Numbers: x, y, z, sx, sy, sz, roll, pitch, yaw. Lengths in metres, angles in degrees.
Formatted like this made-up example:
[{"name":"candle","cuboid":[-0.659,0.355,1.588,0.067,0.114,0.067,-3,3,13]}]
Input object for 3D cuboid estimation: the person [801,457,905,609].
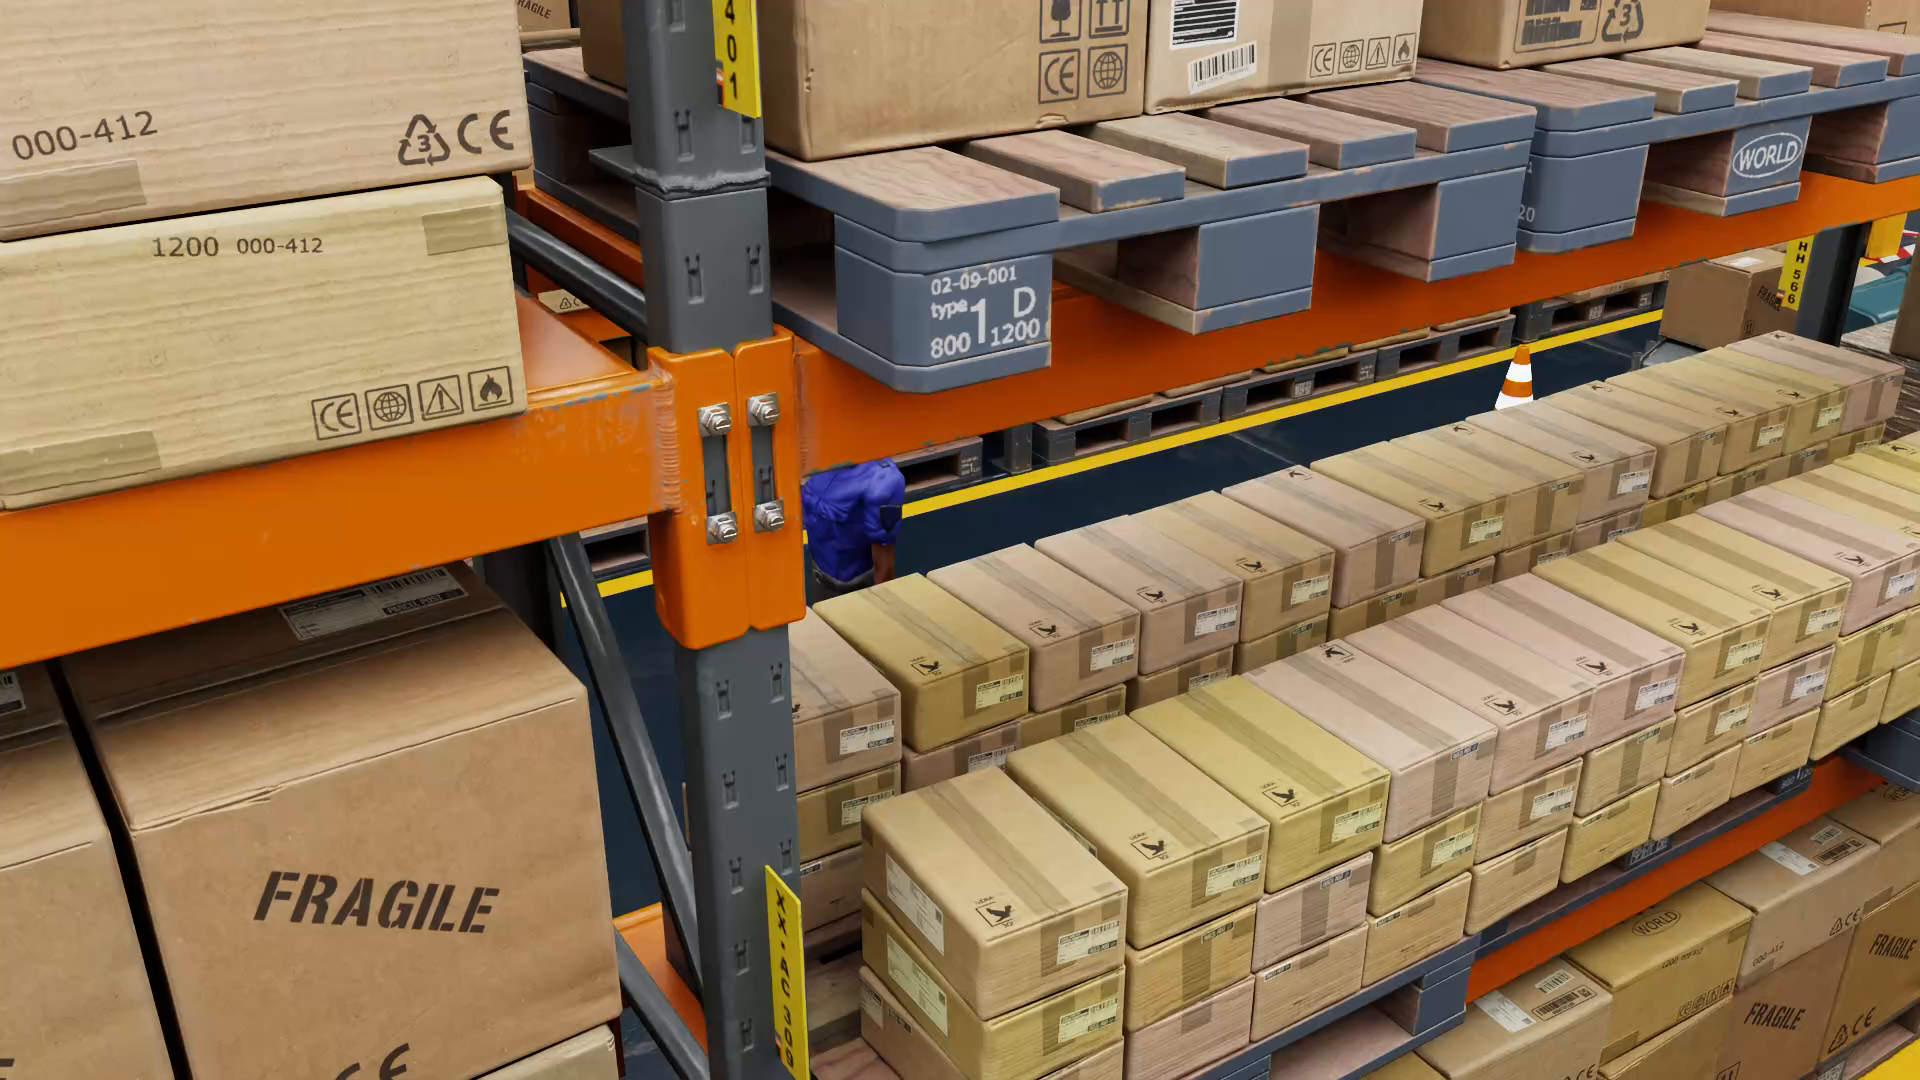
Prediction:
[{"name":"person","cuboid":[-0.355,0.234,5.650,0.309,1.677,0.436,-15,29,-28]}]
